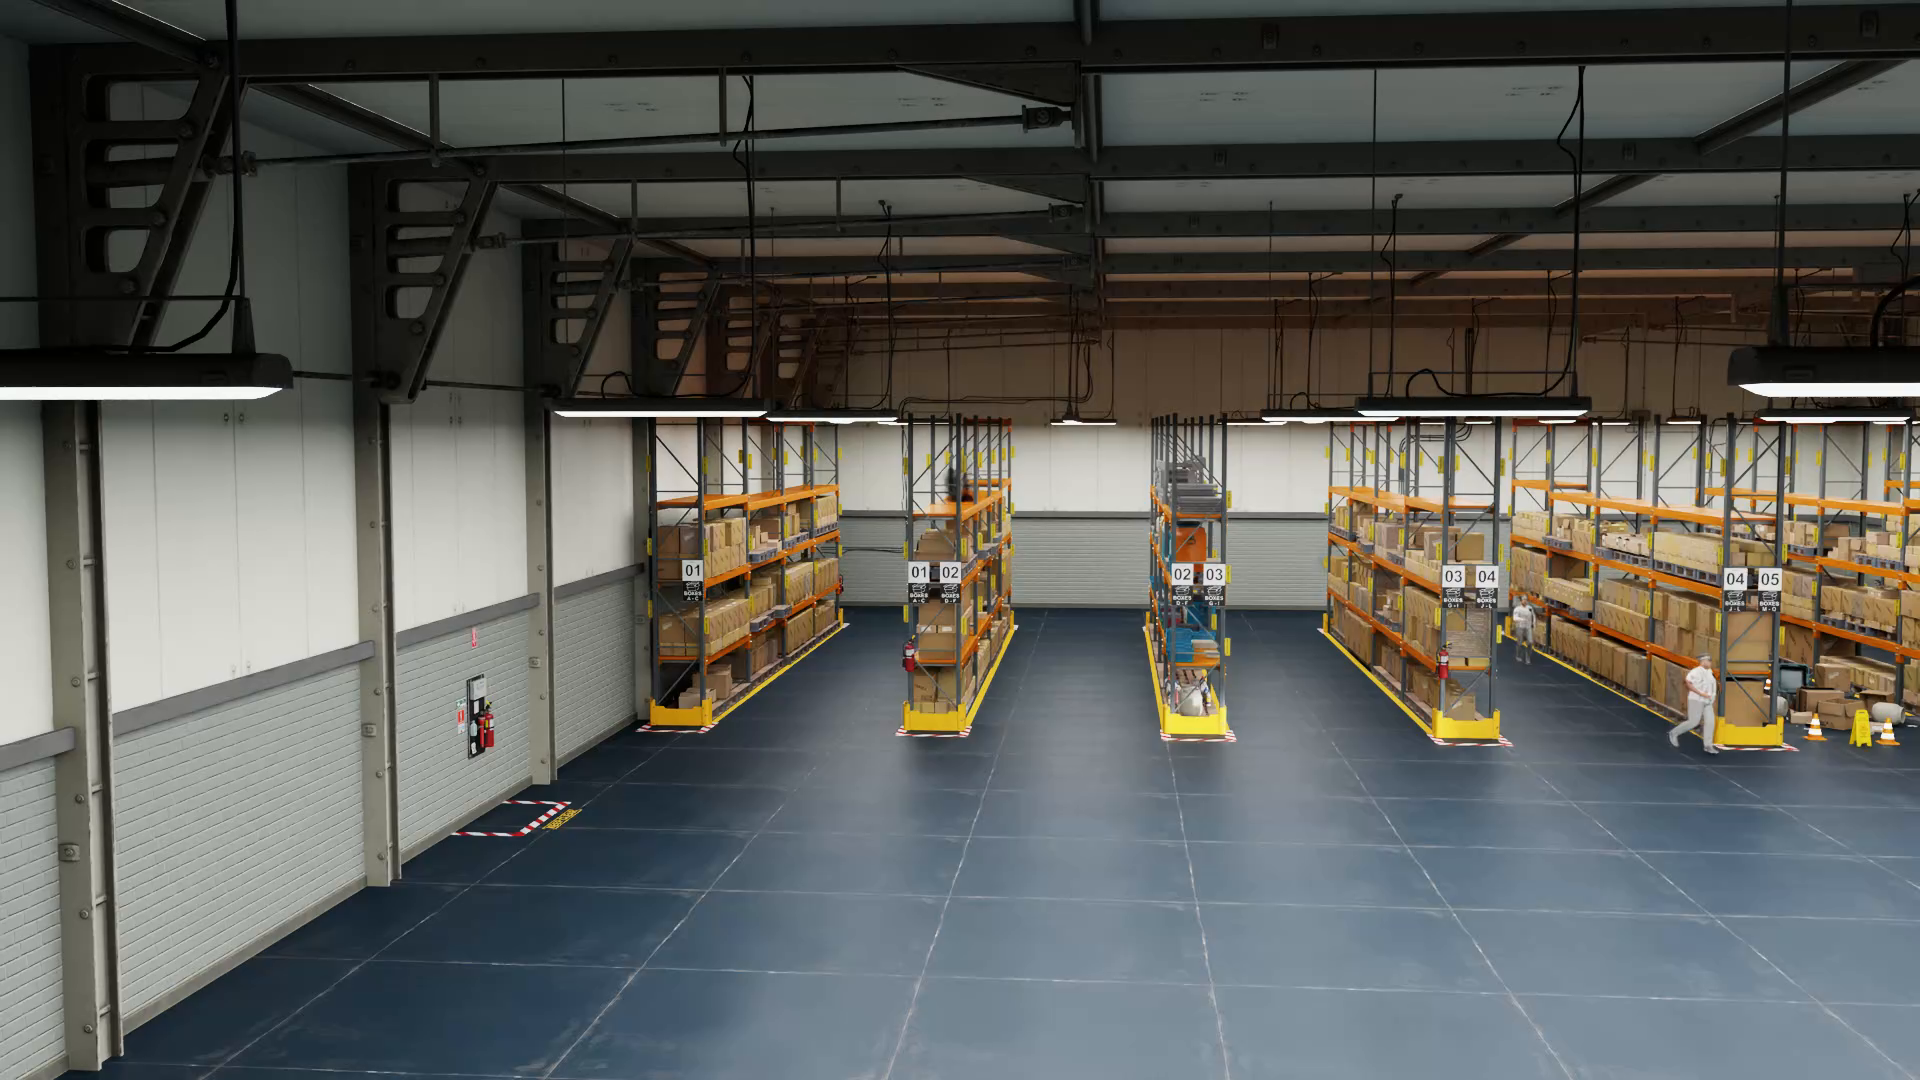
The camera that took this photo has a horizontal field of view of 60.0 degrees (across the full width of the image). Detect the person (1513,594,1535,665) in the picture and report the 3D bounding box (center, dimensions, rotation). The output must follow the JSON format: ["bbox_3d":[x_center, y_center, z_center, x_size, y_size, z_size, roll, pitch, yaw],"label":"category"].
[{"bbox_3d":[13.680,2.171,40.290,0.579,1.725,0.691,0,4,6],"label":"person"}]

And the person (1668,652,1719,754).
[{"bbox_3d":[13.174,2.860,29.496,0.729,1.744,0.956,-2,4,-29],"label":"person"}]

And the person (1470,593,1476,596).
[{"bbox_3d":[13.905,1.868,45.849,0.714,1.586,0.689,2,4,28],"label":"person"}]
